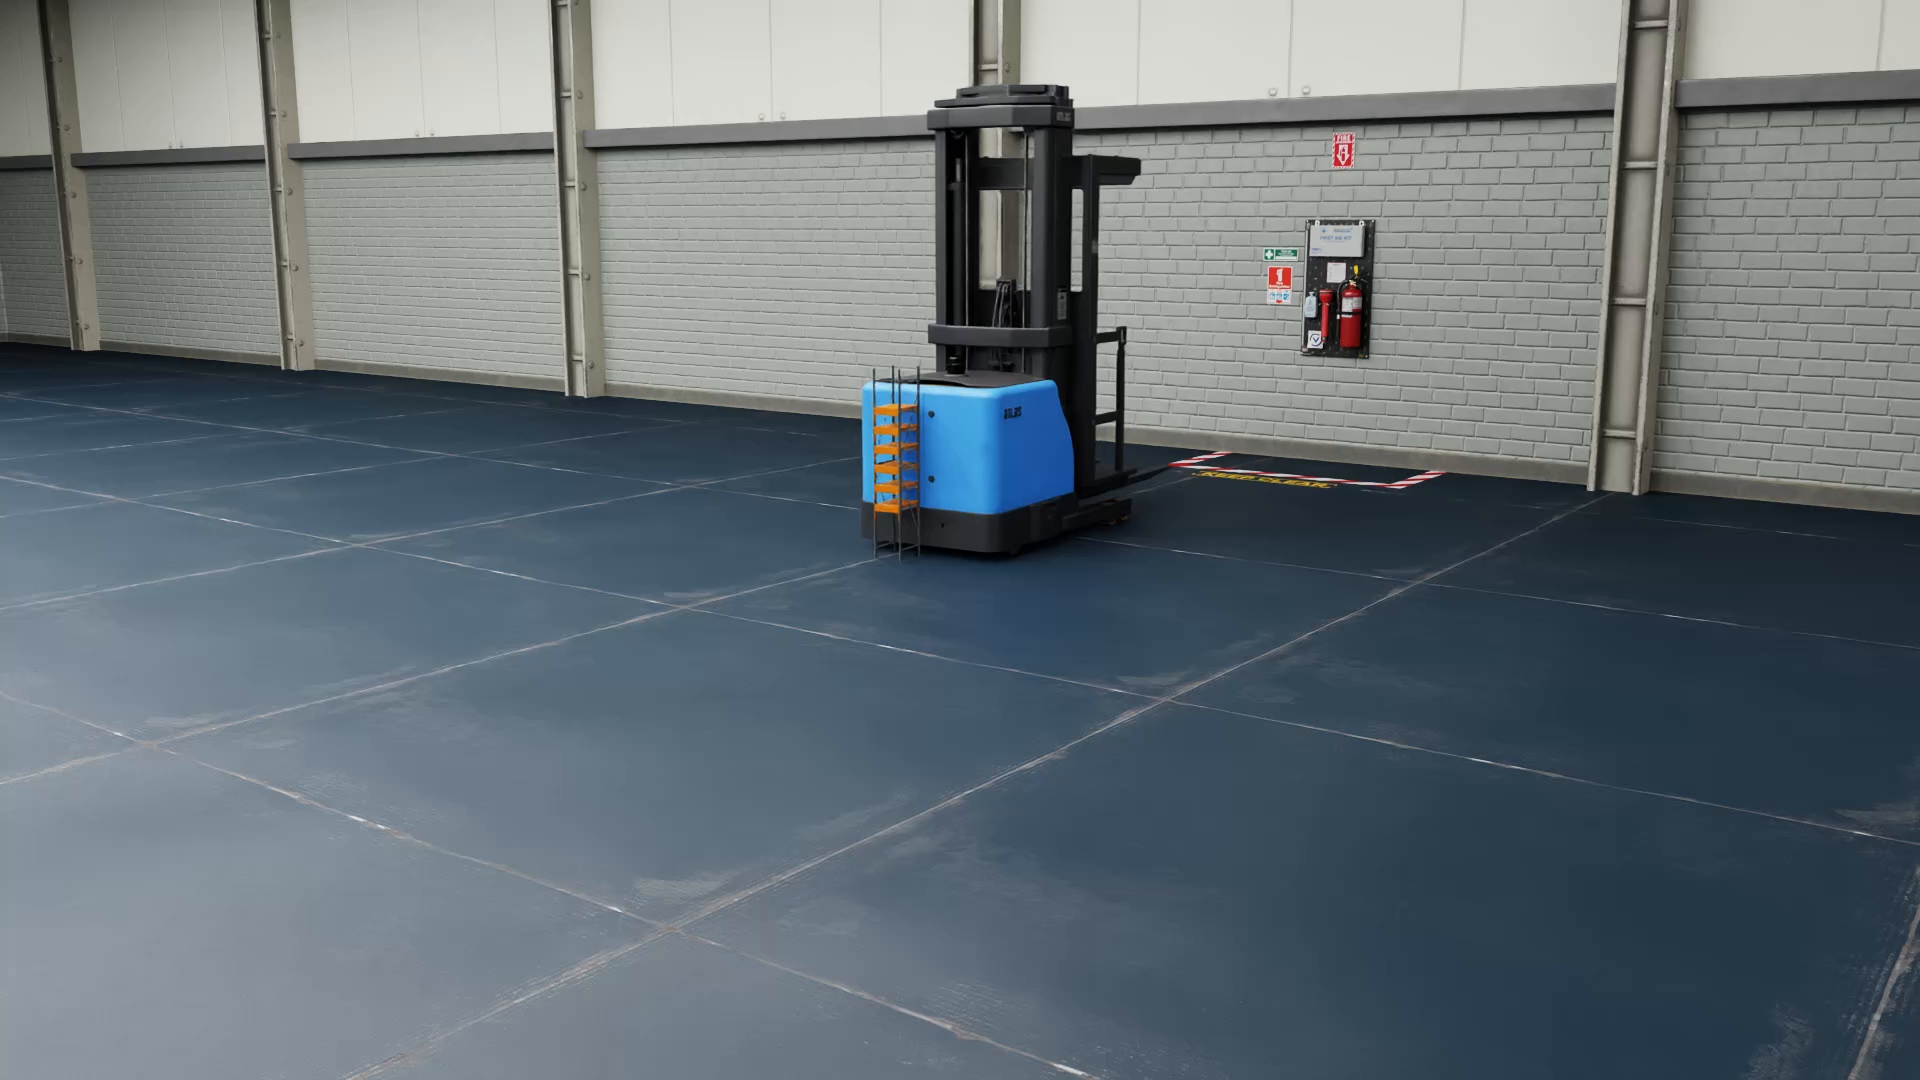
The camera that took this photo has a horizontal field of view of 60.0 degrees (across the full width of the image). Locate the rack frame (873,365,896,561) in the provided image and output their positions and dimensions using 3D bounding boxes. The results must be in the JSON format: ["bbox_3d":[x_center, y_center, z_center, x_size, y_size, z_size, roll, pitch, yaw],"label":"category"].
[{"bbox_3d":[-0.470,-0.479,10.346,0.006,1.200,0.240,6,13,29],"label":"rack frame"}]

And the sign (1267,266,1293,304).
[{"bbox_3d":[2.812,-2.243,14.631,0.234,0.329,0.001,8,13,36],"label":"sign"}]

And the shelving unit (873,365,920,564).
[{"bbox_3d":[-0.391,-0.470,10.301,0.189,1.200,0.258,6,13,29],"label":"shelving unit"}]

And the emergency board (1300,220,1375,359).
[{"bbox_3d":[3.197,-2.147,14.232,0.643,1.169,0.194,8,13,36],"label":"emergency board"}]

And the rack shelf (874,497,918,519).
[{"bbox_3d":[-0.391,-0.191,10.355,0.180,0.103,0.258,6,13,29],"label":"rack shelf"}]

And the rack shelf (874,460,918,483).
[{"bbox_3d":[-0.391,-0.427,10.309,0.180,0.103,0.258,6,13,29],"label":"rack shelf"}]

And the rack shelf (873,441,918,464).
[{"bbox_3d":[-0.391,-0.544,10.287,0.180,0.103,0.258,6,13,29],"label":"rack shelf"}]

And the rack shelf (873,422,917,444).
[{"bbox_3d":[-0.391,-0.662,10.264,0.180,0.103,0.258,6,13,29],"label":"rack shelf"}]

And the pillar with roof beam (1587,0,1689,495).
[{"bbox_3d":[2.618,-4.150,8.789,0.400,9.000,9.100,8,13,36],"label":"pillar with roof beam"}]

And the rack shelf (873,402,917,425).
[{"bbox_3d":[-0.391,-0.780,10.241,0.180,0.103,0.258,6,13,29],"label":"rack shelf"}]

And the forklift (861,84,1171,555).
[{"bbox_3d":[0.555,-1.580,11.478,1.130,2.935,3.031,7,13,31],"label":"forklift"}]

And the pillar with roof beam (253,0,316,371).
[{"bbox_3d":[-11.890,-6.174,19.249,0.400,9.000,9.100,8,13,36],"label":"pillar with roof beam"}]

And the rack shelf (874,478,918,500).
[{"bbox_3d":[-0.391,-0.309,10.332,0.180,0.103,0.258,6,13,29],"label":"rack shelf"}]

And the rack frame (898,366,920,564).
[{"bbox_3d":[-0.311,-0.461,10.256,0.006,1.200,0.240,6,13,29],"label":"rack frame"}]

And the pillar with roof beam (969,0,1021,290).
[{"bbox_3d":[-2.218,-4.824,12.276,0.400,9.000,9.100,8,13,36],"label":"pillar with roof beam"}]

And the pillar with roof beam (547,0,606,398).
[{"bbox_3d":[-7.054,-5.499,15.762,0.400,9.000,9.100,8,13,36],"label":"pillar with roof beam"}]

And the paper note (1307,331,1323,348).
[{"bbox_3d":[3.095,-1.745,14.473,0.142,0.148,0.016,8,13,36],"label":"paper note"}]

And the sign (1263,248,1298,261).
[{"bbox_3d":[2.811,-2.501,14.571,0.331,0.109,0.001,8,13,36],"label":"sign"}]

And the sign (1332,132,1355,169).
[{"bbox_3d":[3.249,-3.302,14.095,0.199,0.298,0.001,8,13,36],"label":"sign"}]

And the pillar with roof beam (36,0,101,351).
[{"bbox_3d":[-16.726,-6.848,22.736,0.400,9.000,9.100,8,13,36],"label":"pillar with roof beam"}]
